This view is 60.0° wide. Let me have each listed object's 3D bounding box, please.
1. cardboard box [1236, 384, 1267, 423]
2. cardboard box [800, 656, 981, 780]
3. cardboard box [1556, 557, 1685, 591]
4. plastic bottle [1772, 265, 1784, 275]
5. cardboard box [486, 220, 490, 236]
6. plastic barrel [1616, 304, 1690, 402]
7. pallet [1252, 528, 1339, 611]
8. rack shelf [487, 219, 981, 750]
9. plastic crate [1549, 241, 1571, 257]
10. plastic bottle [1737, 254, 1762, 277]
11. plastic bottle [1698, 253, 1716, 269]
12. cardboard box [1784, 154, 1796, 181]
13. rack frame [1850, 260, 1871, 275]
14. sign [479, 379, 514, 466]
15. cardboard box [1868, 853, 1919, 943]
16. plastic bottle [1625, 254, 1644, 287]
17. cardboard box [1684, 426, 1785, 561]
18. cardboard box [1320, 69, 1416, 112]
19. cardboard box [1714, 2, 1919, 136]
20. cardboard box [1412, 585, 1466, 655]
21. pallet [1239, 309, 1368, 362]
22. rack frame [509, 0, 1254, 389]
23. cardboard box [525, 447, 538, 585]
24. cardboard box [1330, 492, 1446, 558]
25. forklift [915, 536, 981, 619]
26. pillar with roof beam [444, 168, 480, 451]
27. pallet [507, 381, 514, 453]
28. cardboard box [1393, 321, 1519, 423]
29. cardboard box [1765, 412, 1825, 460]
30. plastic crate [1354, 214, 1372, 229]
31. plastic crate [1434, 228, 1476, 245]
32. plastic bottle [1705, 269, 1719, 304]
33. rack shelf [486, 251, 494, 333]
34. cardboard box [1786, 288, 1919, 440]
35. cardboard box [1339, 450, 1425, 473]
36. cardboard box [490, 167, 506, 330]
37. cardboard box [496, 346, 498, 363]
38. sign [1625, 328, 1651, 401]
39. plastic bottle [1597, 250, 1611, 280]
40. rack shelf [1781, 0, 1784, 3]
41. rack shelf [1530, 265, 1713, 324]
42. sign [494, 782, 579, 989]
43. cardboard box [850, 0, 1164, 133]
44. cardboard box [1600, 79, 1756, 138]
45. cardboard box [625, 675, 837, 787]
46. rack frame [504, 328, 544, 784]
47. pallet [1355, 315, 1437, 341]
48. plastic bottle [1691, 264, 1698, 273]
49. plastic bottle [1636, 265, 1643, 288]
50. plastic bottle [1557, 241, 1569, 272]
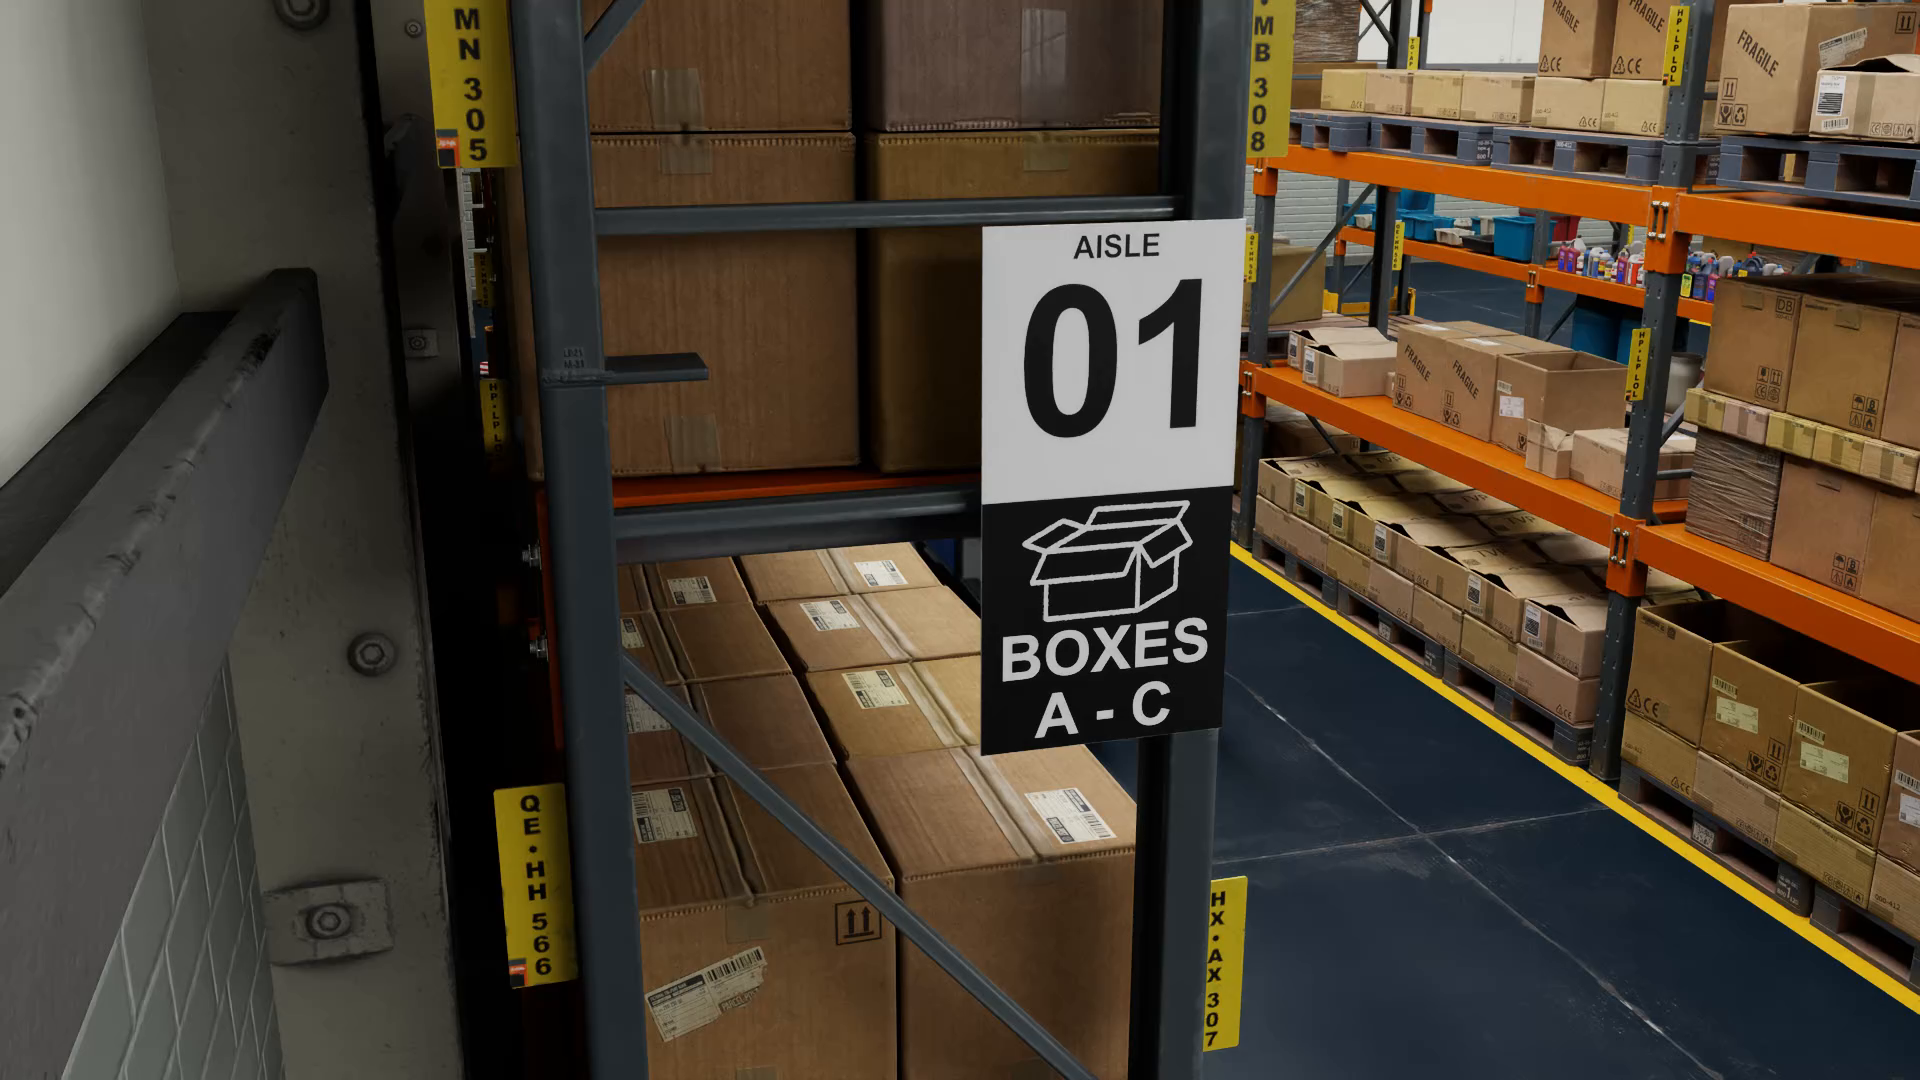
[{"bbox_3d":[1.973,-1.052,12.518,0.500,0.250,0.500,-4,17,-13],"label":"cardboard box"},{"bbox_3d":[-0.056,0.591,3.693,0.500,0.500,0.500,-5,17,-15],"label":"cardboard box"},{"bbox_3d":[3.568,0.257,8.959,0.500,0.311,0.500,-5,17,-16],"label":"cardboard box"},{"bbox_3d":[7.108,-2.252,14.459,0.097,0.271,0.097,0,17,0],"label":"plastic bottle"},{"bbox_3d":[-3.078,-2.122,11.773,0.500,0.250,0.500,-5,17,-17],"label":"cardboard box"},{"bbox_3d":[6.468,-1.770,15.547,0.600,0.901,0.708,-5,17,-15],"label":"plastic barrel"},{"bbox_3d":[2.664,0.142,11.112,1.003,0.211,1.213,-5,17,-15],"label":"pallet"},{"bbox_3d":[-0.638,-0.464,4.319,1.077,0.370,4.000,-5,17,-15],"label":"rack shelf"},{"bbox_3d":[6.149,-2.964,16.958,0.396,0.136,0.243,-5,17,-15],"label":"plastic crate"},{"bbox_3d":[6.901,-2.315,14.531,0.144,0.351,0.185,-5,17,-15],"label":"plastic bottle"},{"bbox_3d":[6.835,-2.501,15.278,0.152,0.276,0.135,-5,17,-15],"label":"plastic bottle"},{"bbox_3d":[9.961,-4.414,19.872,0.500,0.500,0.500,-5,17,-17],"label":"cardboard box"},{"bbox_3d":[7.239,-1.815,12.780,1.000,3.000,0.127,-5,17,-15],"label":"rack frame"},{"bbox_3d":[-1.720,-0.435,6.173,0.100,0.325,0.005,-5,17,-15],"label":"sign"},{"bbox_3d":[3.819,1.365,6.242,0.500,0.250,0.500,-5,17,-15],"label":"cardboard box"},{"bbox_3d":[6.155,-2.448,15.102,0.152,0.276,0.135,-5,17,-15],"label":"plastic bottle"},{"bbox_3d":[3.703,-0.243,7.375,0.700,0.500,0.500,-5,17,-17],"label":"cardboard box"},{"bbox_3d":[2.654,-2.869,10.606,0.500,0.250,0.500,-6,18,-19],"label":"cardboard box"},{"bbox_3d":[3.460,-1.910,6.736,0.500,0.500,0.500,-3,17,-11],"label":"cardboard box"},{"bbox_3d":[2.904,0.425,9.374,0.500,0.250,0.500,-4,17,-14],"label":"cardboard box"},{"bbox_3d":[2.222,-1.514,12.113,1.213,0.211,1.003,-5,17,-15],"label":"pallet"},{"bbox_3d":[-0.088,-1.692,1.942,1.000,3.000,0.127,-5,17,-15],"label":"rack frame"},{"bbox_3d":[-1.259,-0.075,5.912,0.500,0.500,0.500,-5,17,-17],"label":"cardboard box"},{"bbox_3d":[2.627,-0.123,10.222,0.500,0.311,0.500,-5,17,-17],"label":"cardboard box"},{"bbox_3d":[0.572,-0.808,9.548,1.130,2.935,3.031,-4,17,-14],"label":"forklift"},{"bbox_3d":[-0.271,-5.477,14.542,9.100,9.000,0.400,-5,17,-15],"label":"pillar with roof beam"},{"bbox_3d":[-1.988,-0.751,9.571,1.213,0.211,1.003,-5,17,-15],"label":"pallet"},{"bbox_3d":[2.952,-1.009,9.924,0.500,0.500,0.500,-6,18,-18],"label":"cardboard box"},{"bbox_3d":[3.604,-0.446,6.921,0.380,0.149,0.250,-5,17,-17],"label":"cardboard box"},{"bbox_3d":[4.800,-3.740,19.545,0.250,0.136,0.298,-5,17,-15],"label":"plastic crate"},{"bbox_3d":[5.372,-3.282,18.017,0.293,0.136,0.466,-5,17,-15],"label":"plastic crate"},{"bbox_3d":[6.404,-2.153,14.109,0.061,0.283,0.133,-5,17,-15],"label":"plastic bottle"},{"bbox_3d":[-3.935,-2.347,15.801,1.077,0.370,4.000,-5,17,-15],"label":"rack shelf"},{"bbox_3d":[3.843,-0.725,6.723,0.700,0.500,0.500,-5,17,-15],"label":"cardboard box"},{"bbox_3d":[2.856,-0.452,11.316,0.500,0.311,0.500,-4,17,-14],"label":"cardboard box"},{"bbox_3d":[-0.735,-0.686,3.598,0.500,0.500,0.500,-5,18,-18],"label":"cardboard box"},{"bbox_3d":[-2.964,-1.268,11.360,0.380,0.149,0.250,-5,17,-17],"label":"cardboard box"},{"bbox_3d":[3.056,-0.789,7.489,0.100,0.325,0.005,-5,17,-15],"label":"sign"},{"bbox_3d":[6.007,-2.566,15.504,0.097,0.271,0.097,0,17,0],"label":"plastic bottle"},{"bbox_3d":[10.353,-6.203,18.906,1.077,0.370,4.000,-5,17,-15],"label":"rack shelf"},{"bbox_3d":[6.690,-2.023,14.725,1.077,0.370,4.000,-5,17,-15],"label":"rack shelf"},{"bbox_3d":[-0.627,0.514,2.466,0.100,0.325,0.005,-5,17,-15],"label":"sign"},{"bbox_3d":[0.040,-0.917,2.631,0.500,0.500,0.500,-6,18,-19],"label":"cardboard box"},{"bbox_3d":[3.415,-2.055,7.895,0.500,0.250,0.500,-3,17,-9],"label":"cardboard box"},{"bbox_3d":[-0.551,0.631,3.560,0.500,0.500,0.500,-4,17,-15],"label":"cardboard box"},{"bbox_3d":[-1.187,0.075,6.489,1.000,3.000,0.127,-5,17,-15],"label":"rack frame"},{"bbox_3d":[5.230,-2.461,19.778,1.003,0.211,1.213,-5,17,-15],"label":"pallet"},{"bbox_3d":[6.375,-2.246,14.418,0.061,0.283,0.133,-5,17,-15],"label":"plastic bottle"},{"bbox_3d":[6.161,-2.378,14.998,0.097,0.201,0.097,0,17,0],"label":"plastic bottle"},{"bbox_3d":[5.830,-2.730,16.030,0.061,0.283,0.133,-5,17,-15],"label":"plastic bottle"}]
